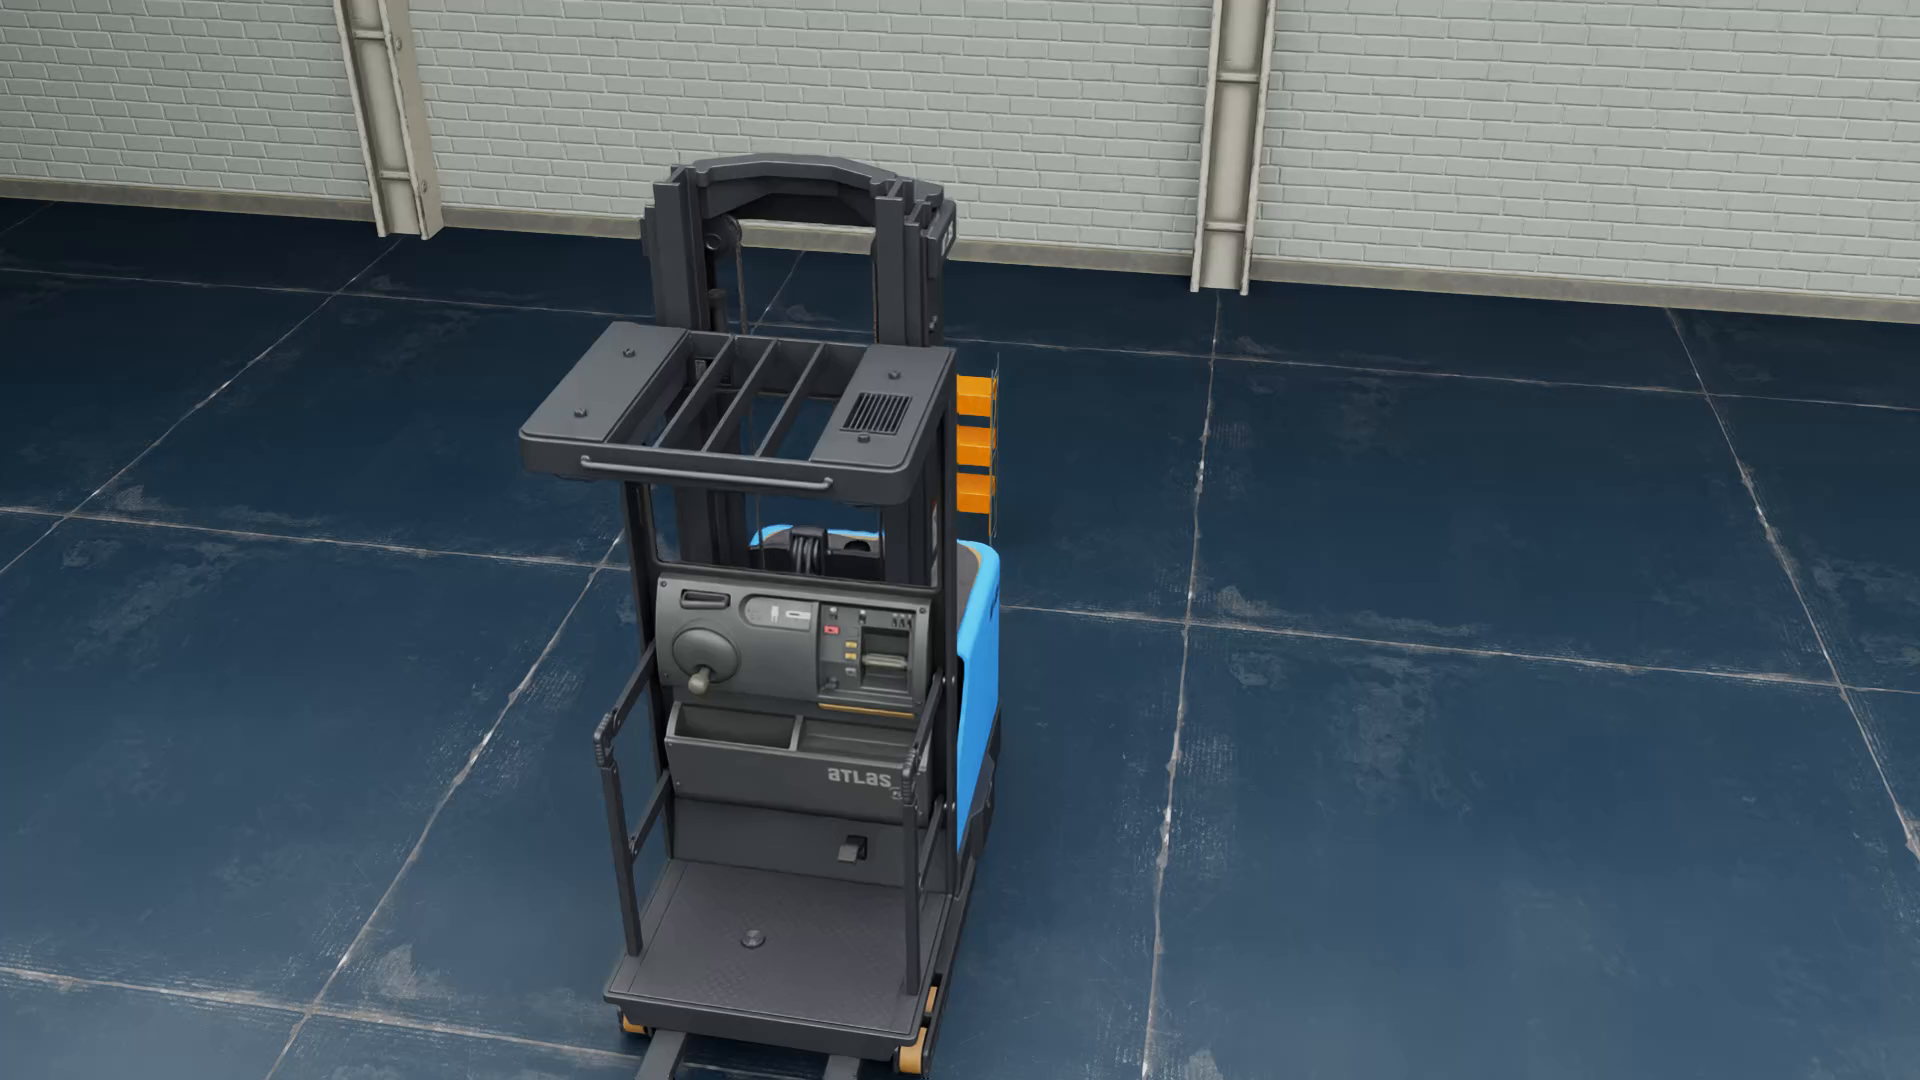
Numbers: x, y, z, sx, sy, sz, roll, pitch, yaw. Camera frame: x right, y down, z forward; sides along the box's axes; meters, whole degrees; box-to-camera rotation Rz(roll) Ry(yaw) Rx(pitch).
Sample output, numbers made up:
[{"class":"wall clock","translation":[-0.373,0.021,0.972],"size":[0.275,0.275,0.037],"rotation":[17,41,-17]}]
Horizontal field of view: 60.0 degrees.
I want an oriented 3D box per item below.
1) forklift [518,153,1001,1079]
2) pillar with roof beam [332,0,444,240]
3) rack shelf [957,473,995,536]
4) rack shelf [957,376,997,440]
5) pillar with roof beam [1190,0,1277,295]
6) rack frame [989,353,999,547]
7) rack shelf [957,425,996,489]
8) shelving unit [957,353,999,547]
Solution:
[{"class":"forklift","translation":[-0.596,0.402,5.346],"size":[1.130,2.935,3.031],"rotation":[6,32,9]},{"class":"pillar with roof beam","translation":[-4.827,-3.881,6.468],"size":[0.400,9.000,9.100],"rotation":[5,32,8]},{"class":"rack shelf","translation":[0.053,-0.196,8.617],"size":[0.240,0.259,0.215],"rotation":[5,32,8]},{"class":"rack shelf","translation":[0.053,-0.672,8.319],"size":[0.240,0.259,0.215],"rotation":[5,32,8]},{"class":"pillar with roof beam","translation":[1.087,-3.345,5.612],"size":[0.400,9.000,9.100],"rotation":[5,32,8]},{"class":"rack frame","translation":[0.173,-0.429,8.446],"size":[0.008,1.050,0.200],"rotation":[5,32,8]},{"class":"rack shelf","translation":[0.053,-0.431,8.469],"size":[0.240,0.259,0.215],"rotation":[5,32,8]},{"class":"shelving unit","translation":[0.053,-0.440,8.464],"size":[0.252,1.050,0.215],"rotation":[5,32,8]}]
